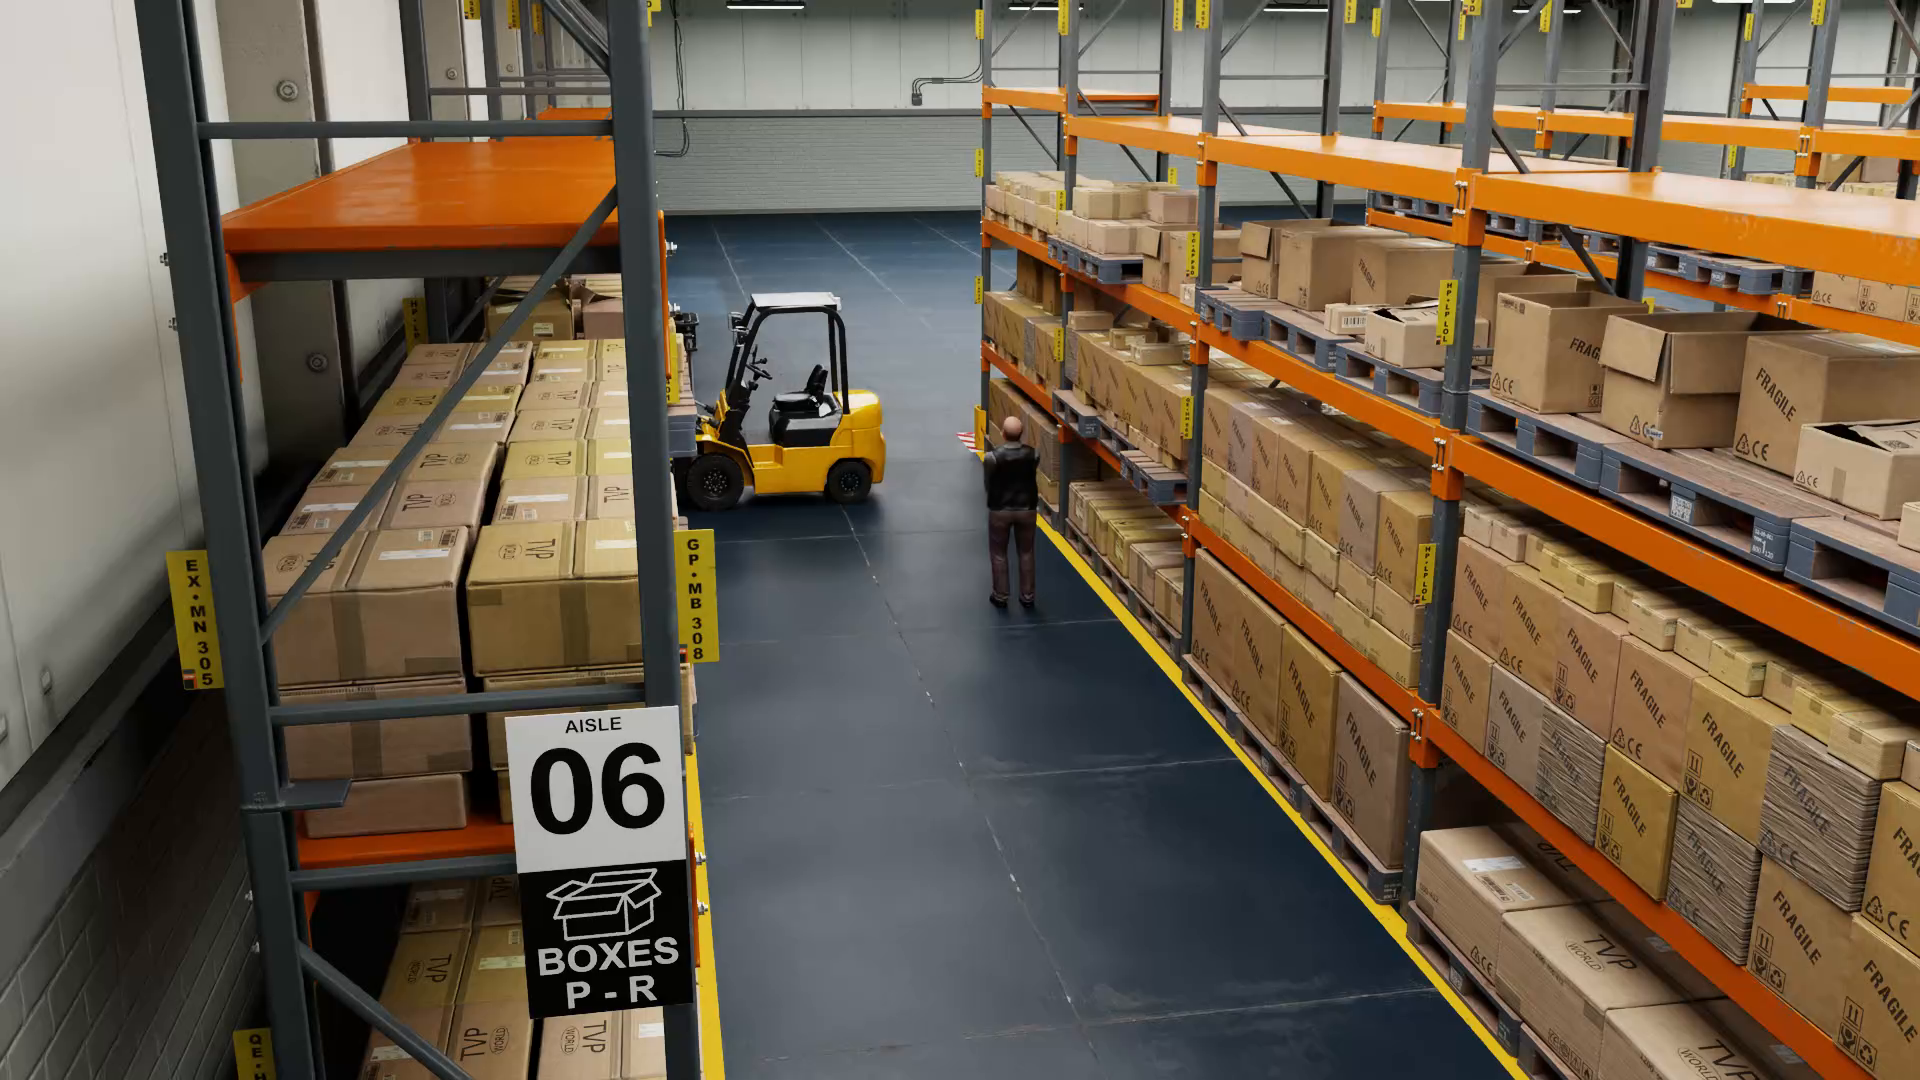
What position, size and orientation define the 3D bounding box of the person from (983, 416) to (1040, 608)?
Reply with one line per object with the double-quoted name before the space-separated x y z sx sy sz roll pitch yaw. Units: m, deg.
"person" 0.423 -0.266 14.508 0.494 1.712 0.559 -3 17 -10
